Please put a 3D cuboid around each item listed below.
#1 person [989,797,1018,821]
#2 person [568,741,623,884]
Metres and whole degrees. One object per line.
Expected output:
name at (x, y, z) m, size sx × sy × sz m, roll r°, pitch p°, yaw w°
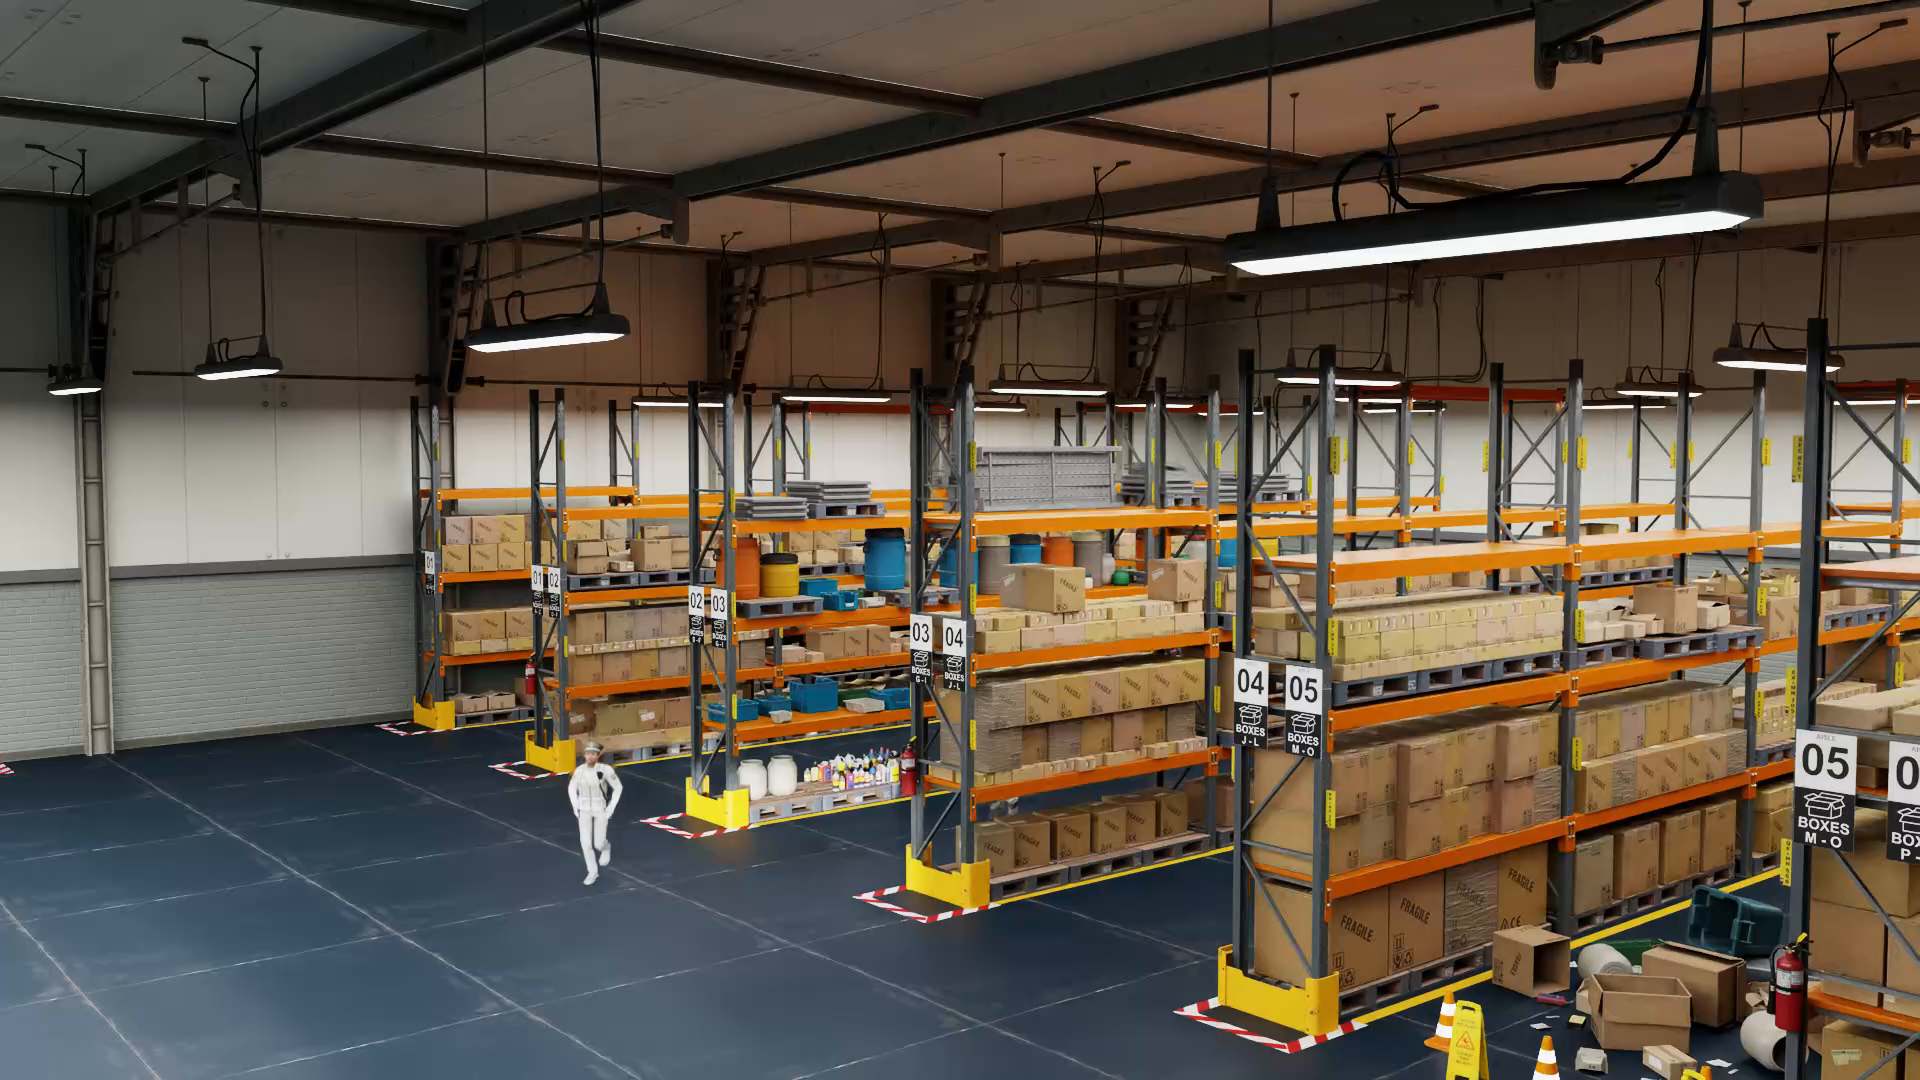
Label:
person at (0.531, 2.943, 22.441) m, size 0.649 × 1.769 × 0.691 m, roll 2°, pitch 4°, yaw 36°
person at (-4.316, 3.184, 19.680) m, size 0.647 × 1.661 × 0.583 m, roll 0°, pitch 3°, yaw -1°
